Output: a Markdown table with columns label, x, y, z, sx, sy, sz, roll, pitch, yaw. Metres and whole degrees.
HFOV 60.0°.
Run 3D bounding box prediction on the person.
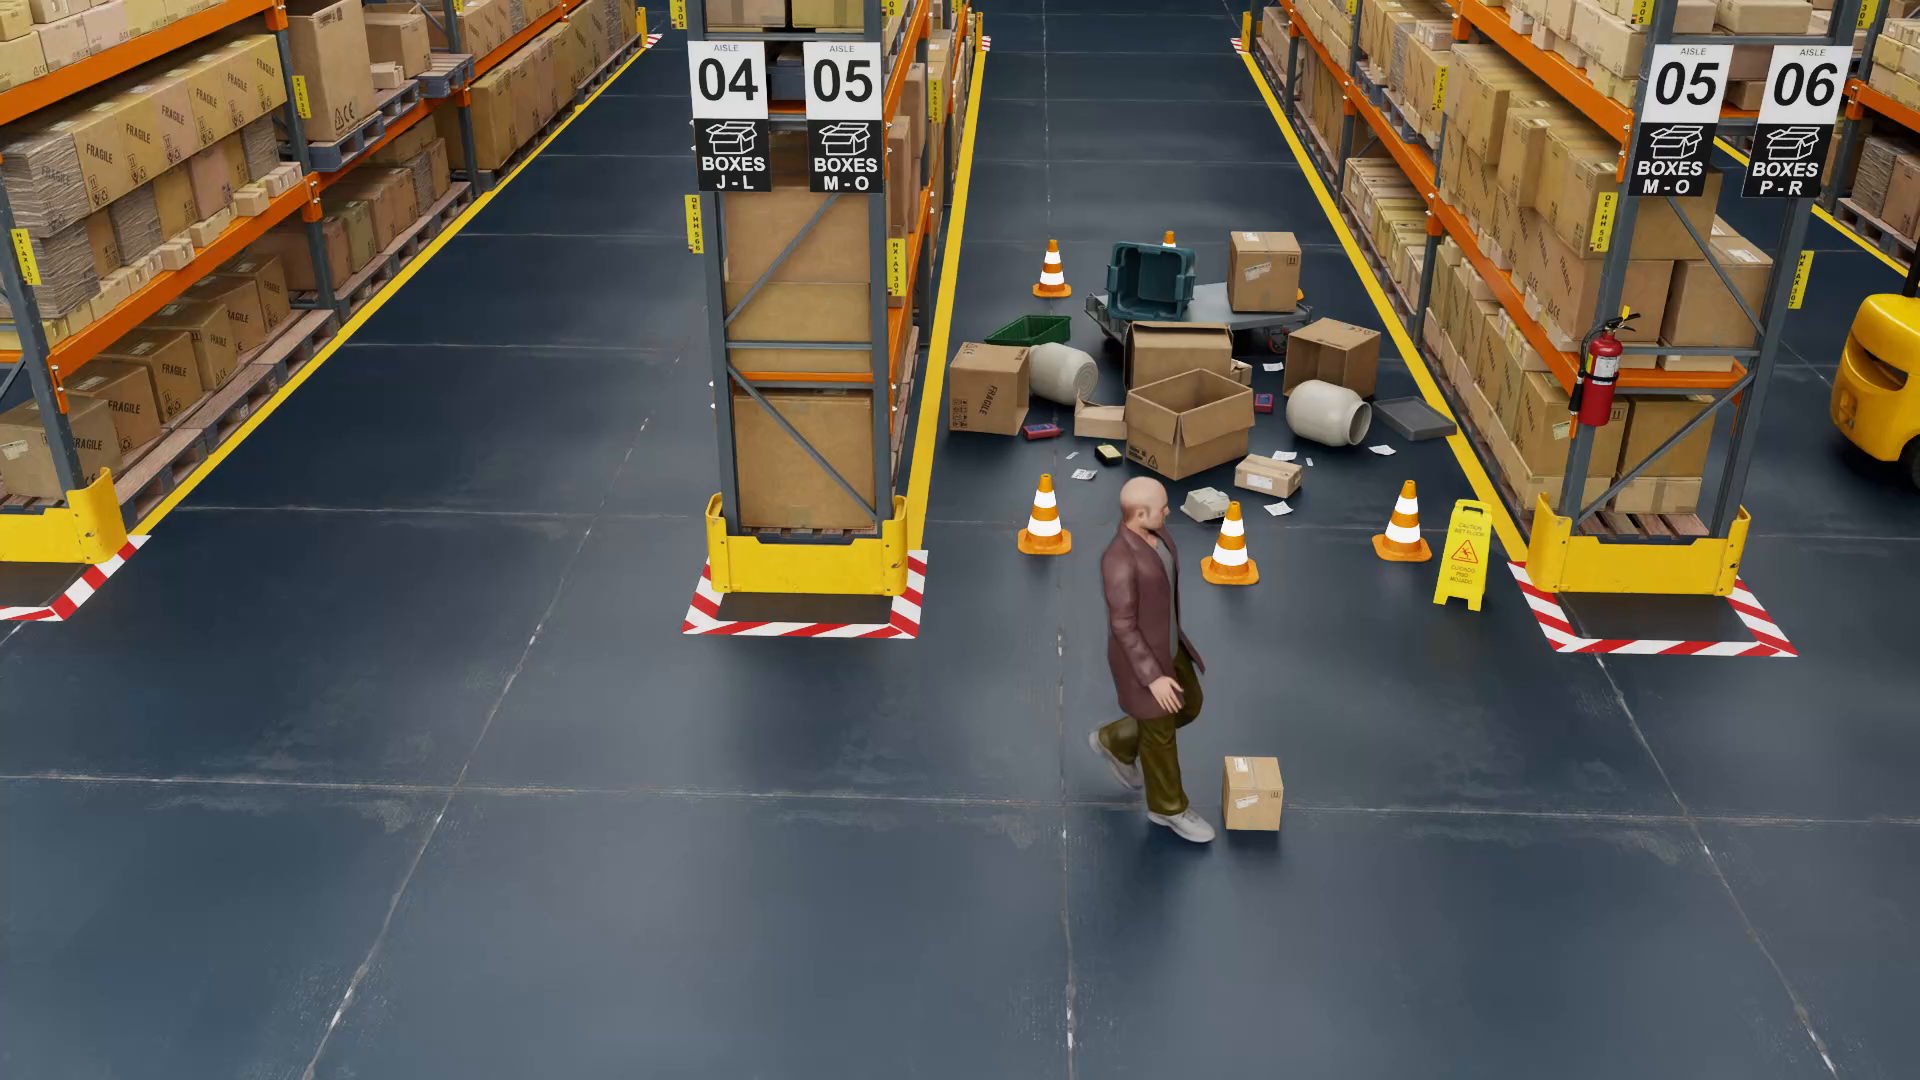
| label | x | y | z | sx | sy | sz | roll | pitch | yaw |
| --- | --- | --- | --- | --- | --- | --- | --- | --- | --- |
| person | 0.915 | 0.618 | 7.662 | 0.722 | 1.559 | 0.654 | 13 | 30 | 23 |
